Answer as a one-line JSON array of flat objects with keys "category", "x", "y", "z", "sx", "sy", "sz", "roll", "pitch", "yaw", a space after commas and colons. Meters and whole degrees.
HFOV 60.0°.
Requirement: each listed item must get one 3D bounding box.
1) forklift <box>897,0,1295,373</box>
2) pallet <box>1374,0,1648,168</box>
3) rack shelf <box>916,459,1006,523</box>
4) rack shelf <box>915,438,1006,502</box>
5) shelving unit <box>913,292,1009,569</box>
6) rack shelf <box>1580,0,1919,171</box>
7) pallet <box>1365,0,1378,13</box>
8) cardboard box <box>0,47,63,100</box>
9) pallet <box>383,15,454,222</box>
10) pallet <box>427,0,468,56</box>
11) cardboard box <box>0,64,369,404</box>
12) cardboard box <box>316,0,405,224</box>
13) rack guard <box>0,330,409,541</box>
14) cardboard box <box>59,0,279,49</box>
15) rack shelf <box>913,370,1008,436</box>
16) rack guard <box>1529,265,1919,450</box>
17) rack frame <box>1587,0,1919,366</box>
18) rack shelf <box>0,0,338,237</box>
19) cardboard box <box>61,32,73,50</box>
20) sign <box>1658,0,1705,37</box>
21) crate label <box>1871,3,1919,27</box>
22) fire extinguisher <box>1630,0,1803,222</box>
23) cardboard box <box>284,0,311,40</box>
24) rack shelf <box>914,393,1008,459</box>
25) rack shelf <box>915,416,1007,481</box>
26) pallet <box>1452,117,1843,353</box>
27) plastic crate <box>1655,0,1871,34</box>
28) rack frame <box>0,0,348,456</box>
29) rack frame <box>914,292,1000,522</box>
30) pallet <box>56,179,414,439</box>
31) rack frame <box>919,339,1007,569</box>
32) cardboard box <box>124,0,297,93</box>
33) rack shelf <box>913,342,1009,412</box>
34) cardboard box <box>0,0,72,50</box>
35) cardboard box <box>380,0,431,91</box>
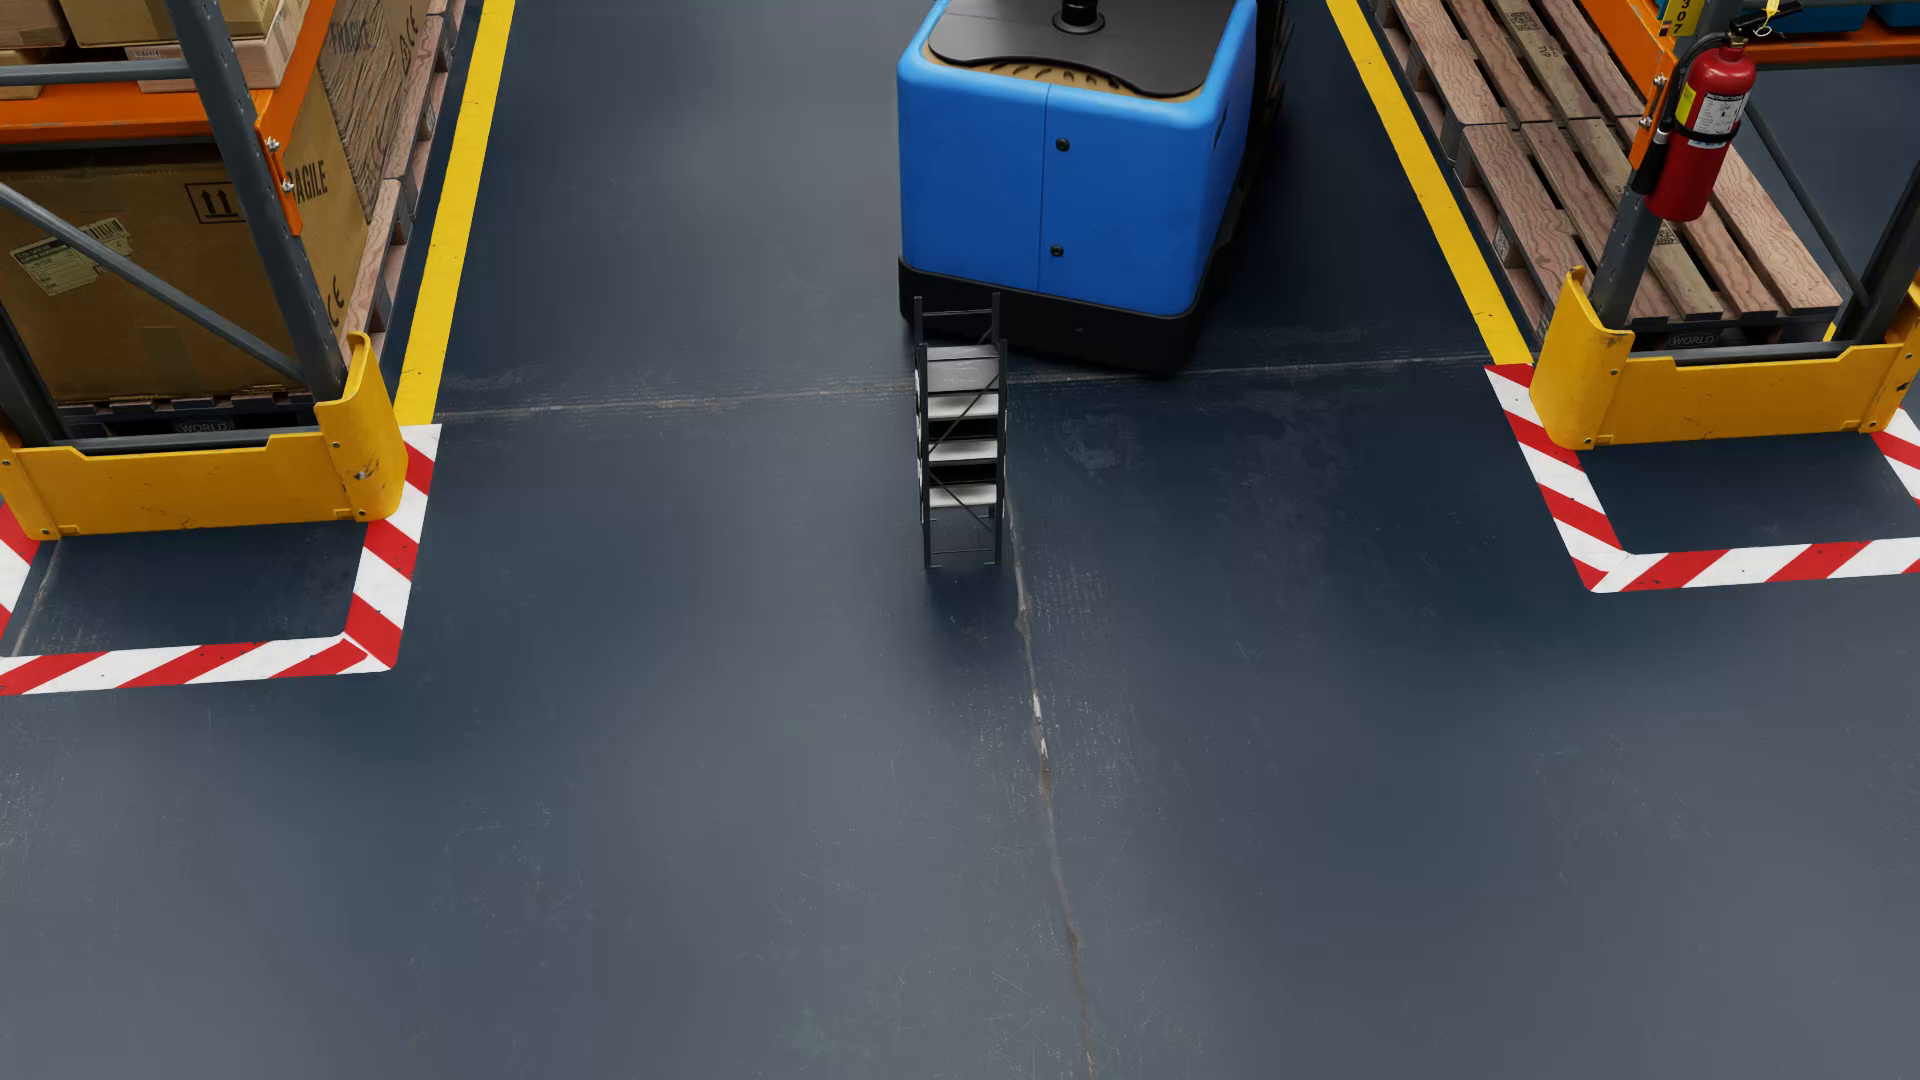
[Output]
[{"category": "forklift", "x": 0.707, "y": -2.671, "z": 5.761, "sx": 1.130, "sy": 2.935, "sz": 3.031, "roll": 13, "pitch": 48, "yaw": 12}, {"category": "pallet", "x": 2.406, "y": -2.024, "z": 7.021, "sx": 1.003, "sy": 0.211, "sz": 1.213, "roll": -3, "pitch": 47, "yaw": -3}, {"category": "rack shelf", "x": 0.001, "y": -0.157, "z": 5.073, "sx": 0.258, "sy": 0.077, "sz": 0.200, "roll": -3, "pitch": 47, "yaw": -3}, {"category": "rack shelf", "x": 0.001, "y": -0.219, "z": 5.007, "sx": 0.258, "sy": 0.077, "sz": 0.200, "roll": -3, "pitch": 47, "yaw": -3}, {"category": "shelving unit", "x": 0.001, "y": -0.304, "z": 4.918, "sx": 0.258, "sy": 0.900, "sz": 0.210, "roll": -3, "pitch": 47, "yaw": -3}, {"category": "rack shelf", "x": 2.368, "y": -2.703, "z": 6.239, "sx": 1.077, "sy": 0.370, "sz": 4.000, "roll": -3, "pitch": 47, "yaw": -3}, {"category": "pallet", "x": 2.301, "y": -2.909, "z": 7.859, "sx": 1.003, "sy": 0.211, "sz": 1.213, "roll": -3, "pitch": 47, "yaw": -3}, {"category": "cardboard box", "x": -2.758, "y": -1.353, "z": 4.639, "sx": 0.380, "sy": 0.149, "sz": 0.250, "roll": -3, "pitch": 47, "yaw": -3}, {"category": "pallet", "x": -2.644, "y": -1.698, "z": 6.712, "sx": 1.003, "sy": 0.211, "sz": 1.213, "roll": -3, "pitch": 47, "yaw": -3}, {"category": "pallet", "x": -2.750, "y": -2.582, "z": 7.550, "sx": 1.003, "sy": 0.211, "sz": 1.213, "roll": -3, "pitch": 47, "yaw": -3}, {"category": "cardboard box", "x": -2.534, "y": -1.074, "z": 5.375, "sx": 0.875, "sy": 0.875, "sz": 0.875, "roll": -3, "pitch": 47, "yaw": -3}, {"category": "cardboard box", "x": -2.610, "y": -1.732, "z": 5.999, "sx": 0.875, "sy": 0.875, "sz": 0.875, "roll": -3, "pitch": 47, "yaw": -3}, {"category": "rack guard", "x": -2.398, "y": -0.325, "z": 5.214, "sx": 1.175, "sy": 0.500, "sz": 0.348, "roll": -3, "pitch": 47, "yaw": -3}, {"category": "cardboard box", "x": -2.172, "y": -1.616, "z": 4.613, "sx": 0.500, "sy": 0.250, "sz": 0.500, "roll": -5, "pitch": 47, "yaw": -4}, {"category": "rack shelf", "x": 0.001, "y": -0.404, "z": 4.811, "sx": 0.258, "sy": 0.077, "sz": 0.200, "roll": -3, "pitch": 47, "yaw": -3}, {"category": "rack guard", "x": 2.550, "y": -0.627, "z": 5.499, "sx": 1.175, "sy": 0.500, "sz": 0.348, "roll": -3, "pitch": 47, "yaw": -3}, {"category": "rack frame", "x": 2.535, "y": -1.503, "z": 4.608, "sx": 1.000, "sy": 3.000, "sz": 0.127, "roll": -3, "pitch": 47, "yaw": -3}, {"category": "rack shelf", "x": -2.568, "y": -2.402, "z": 5.954, "sx": 1.077, "sy": 0.370, "sz": 4.000, "roll": -3, "pitch": 47, "yaw": -3}, {"category": "cardboard box", "x": -2.782, "y": -1.541, "z": 4.817, "sx": 0.380, "sy": 0.149, "sz": 0.250, "roll": -3, "pitch": 47, "yaw": -3}, {"category": "sign", "x": 1.988, "y": -1.514, "z": 4.506, "sx": 0.100, "sy": 0.325, "sz": 0.005, "roll": -3, "pitch": 47, "yaw": -3}, {"category": "crate label", "x": 2.843, "y": -1.665, "z": 4.835, "sx": 0.416, "sy": 0.233, "sz": 0.303, "roll": -3, "pitch": 47, "yaw": -3}, {"category": "fire extinguisher", "x": 2.095, "y": -1.211, "z": 4.642, "sx": 0.296, "sy": 0.674, "sz": 0.183, "roll": -3, "pitch": 47, "yaw": -3}, {"category": "cardboard box", "x": -2.124, "y": -1.578, "z": 4.852, "sx": 0.380, "sy": 0.149, "sz": 0.250, "roll": -4, "pitch": 47, "yaw": -4}, {"category": "rack shelf", "x": 0.001, "y": -0.343, "z": 4.877, "sx": 0.258, "sy": 0.077, "sz": 0.200, "roll": -3, "pitch": 47, "yaw": -3}, {"category": "rack shelf", "x": 0.001, "y": -0.281, "z": 4.942, "sx": 0.258, "sy": 0.077, "sz": 0.200, "roll": -3, "pitch": 47, "yaw": -3}, {"category": "pallet", "x": 2.505, "y": -1.143, "z": 6.187, "sx": 1.003, "sy": 0.211, "sz": 1.213, "roll": -3, "pitch": 47, "yaw": -3}, {"category": "plastic crate", "x": 2.321, "y": -1.767, "z": 4.792, "sx": 0.616, "sy": 0.435, "sz": 0.499, "roll": -3, "pitch": 47, "yaw": -3}, {"category": "rack frame", "x": -2.400, "y": -1.202, "z": 4.322, "sx": 1.000, "sy": 3.000, "sz": 0.127, "roll": -3, "pitch": 47, "yaw": -3}, {"category": "rack frame", "x": -0.008, "y": -0.377, "z": 4.987, "sx": 0.240, "sy": 0.900, "sz": 0.006, "roll": -3, "pitch": 47, "yaw": -3}, {"category": "pallet", "x": -2.545, "y": -0.817, "z": 5.878, "sx": 1.003, "sy": 0.211, "sz": 1.213, "roll": -3, "pitch": 47, "yaw": -3}, {"category": "rack frame", "x": 0.009, "y": -0.230, "z": 4.848, "sx": 0.240, "sy": 0.900, "sz": 0.006, "roll": -3, "pitch": 47, "yaw": -3}, {"category": "cardboard box", "x": -2.101, "y": -1.393, "z": 4.676, "sx": 0.380, "sy": 0.149, "sz": 0.250, "roll": -3, "pitch": 47, "yaw": -3}, {"category": "rack shelf", "x": 0.001, "y": -0.466, "z": 4.746, "sx": 0.258, "sy": 0.077, "sz": 0.200, "roll": -3, "pitch": 47, "yaw": -3}, {"category": "cardboard box", "x": -2.705, "y": -1.587, "z": 4.586, "sx": 0.500, "sy": 0.250, "sz": 0.500, "roll": -4, "pitch": 47, "yaw": -4}, {"category": "cardboard box", "x": -2.684, "y": -2.376, "z": 6.609, "sx": 0.875, "sy": 0.875, "sz": 0.875, "roll": -3, "pitch": 47, "yaw": -3}]
